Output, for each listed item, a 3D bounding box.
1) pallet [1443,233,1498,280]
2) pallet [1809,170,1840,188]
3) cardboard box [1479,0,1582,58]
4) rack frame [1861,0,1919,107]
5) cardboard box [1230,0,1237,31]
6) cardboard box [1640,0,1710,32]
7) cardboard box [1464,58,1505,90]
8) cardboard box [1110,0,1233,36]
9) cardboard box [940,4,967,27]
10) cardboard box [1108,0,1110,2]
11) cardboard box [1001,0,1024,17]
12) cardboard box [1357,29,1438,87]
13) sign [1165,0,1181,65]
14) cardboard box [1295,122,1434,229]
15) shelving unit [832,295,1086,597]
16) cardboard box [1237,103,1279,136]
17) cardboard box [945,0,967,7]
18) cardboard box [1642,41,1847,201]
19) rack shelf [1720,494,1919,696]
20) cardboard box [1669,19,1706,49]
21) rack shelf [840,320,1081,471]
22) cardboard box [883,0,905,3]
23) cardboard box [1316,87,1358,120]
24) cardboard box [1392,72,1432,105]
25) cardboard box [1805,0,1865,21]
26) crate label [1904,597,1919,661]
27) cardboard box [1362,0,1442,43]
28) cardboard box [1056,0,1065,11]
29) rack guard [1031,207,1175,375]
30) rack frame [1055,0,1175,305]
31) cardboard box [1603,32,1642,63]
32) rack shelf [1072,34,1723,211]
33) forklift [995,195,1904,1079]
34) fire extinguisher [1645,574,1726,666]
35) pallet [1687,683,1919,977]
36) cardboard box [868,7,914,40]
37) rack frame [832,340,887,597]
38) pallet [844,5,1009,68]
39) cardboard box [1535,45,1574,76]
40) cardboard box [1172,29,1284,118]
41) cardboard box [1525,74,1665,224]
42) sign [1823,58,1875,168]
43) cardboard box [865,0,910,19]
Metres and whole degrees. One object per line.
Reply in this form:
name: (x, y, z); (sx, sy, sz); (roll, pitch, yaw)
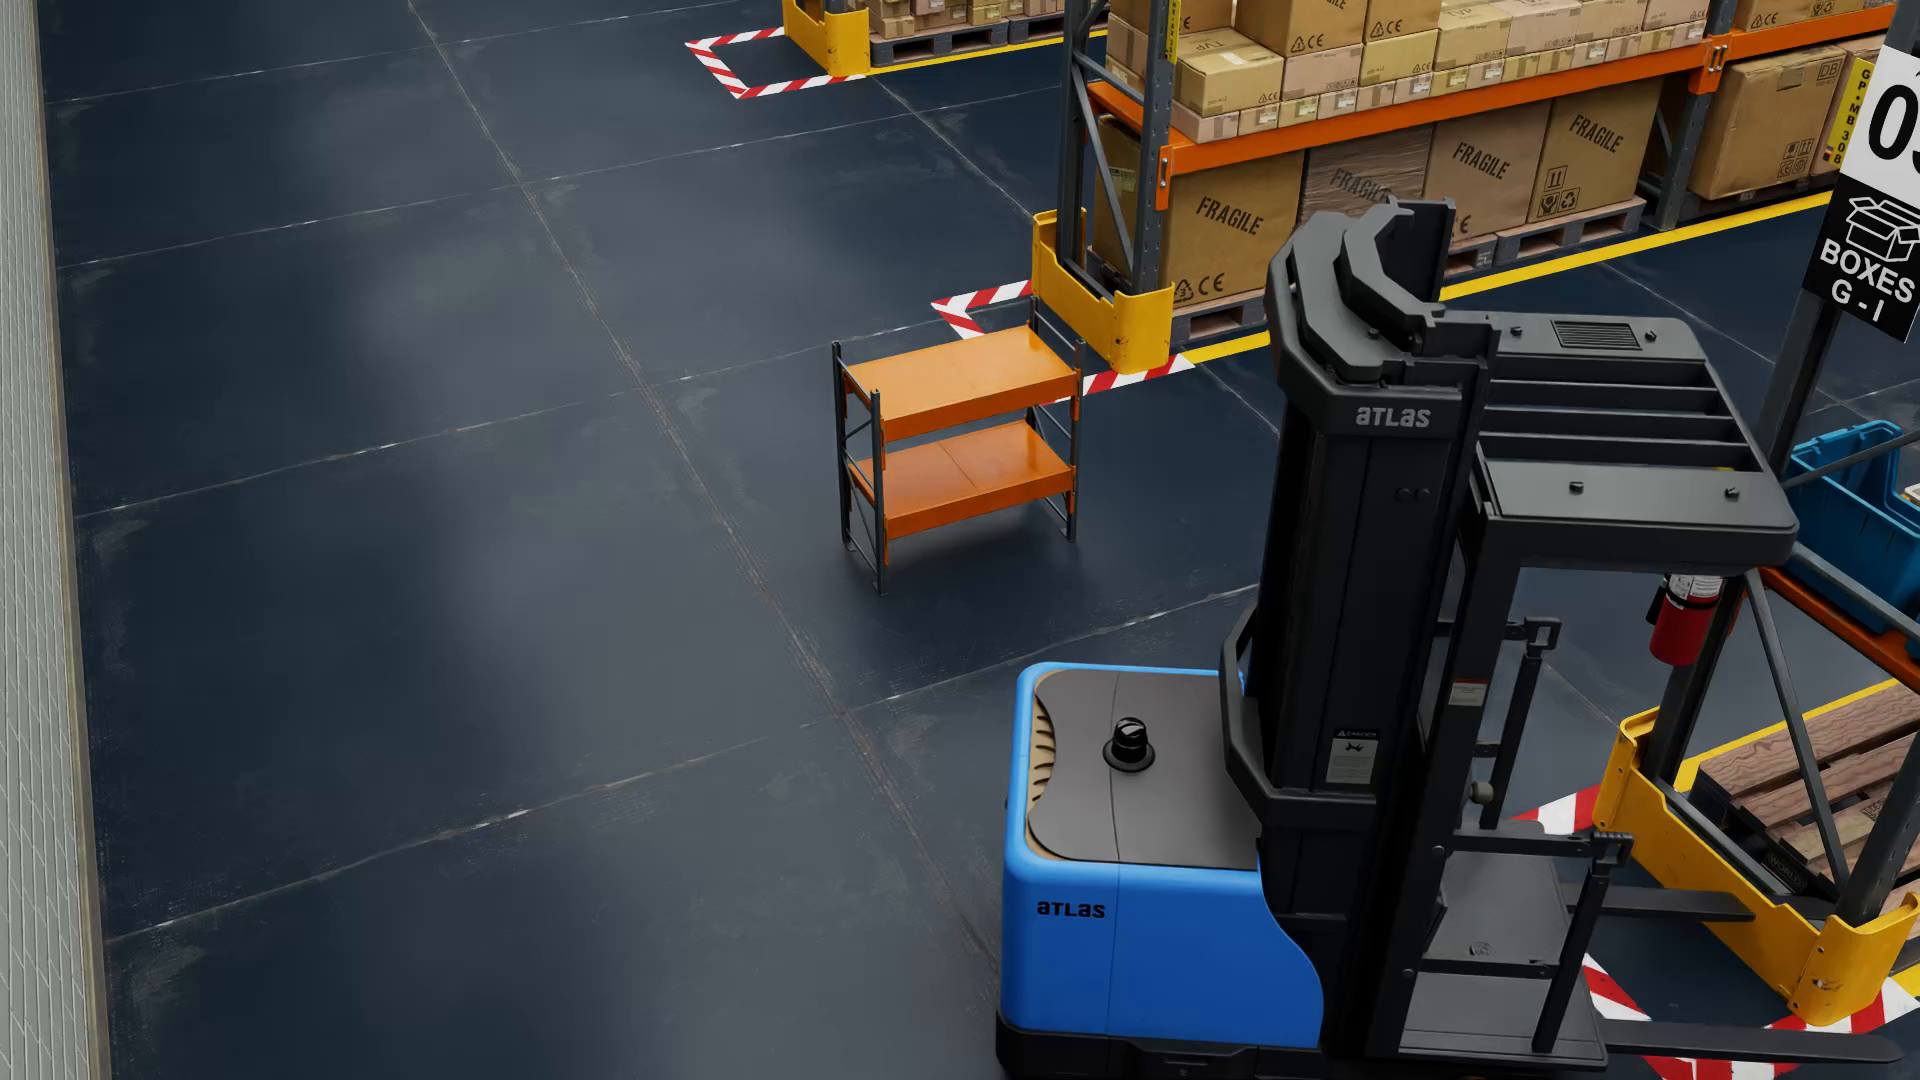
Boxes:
pallet: (2.641, -1.933, 10.679); (1.213, 0.211, 1.003); (-16, 39, -20)
pallet: (6.241, -2.942, 12.039); (1.213, 0.211, 1.003); (-16, 39, -20)
cardboard box: (3.251, -3.059, 9.733); (0.500, 0.250, 0.500); (-15, 39, -19)
rack frame: (2.952, -2.241, 3.717); (0.127, 3.000, 1.000); (-16, 39, -20)
cardboard box: (1.633, -2.955, 9.593); (0.500, 0.250, 0.500); (-16, 40, -21)
cardboard box: (4.180, -3.321, 10.085); (0.500, 0.250, 0.500); (-16, 40, -21)
cardboard box: (2.938, -2.771, 9.678); (0.250, 0.149, 0.380); (-15, 39, -19)
cardboard box: (1.177, -3.128, 9.196); (0.500, 0.500, 0.500); (-15, 39, -19)
cardboard box: (-0.134, -4.363, 13.655); (0.250, 0.149, 0.380); (-15, 39, -19)
cardboard box: (1.305, -4.694, 14.101); (0.250, 0.149, 0.380); (-16, 39, -20)
cardboard box: (0.334, -4.485, 13.819); (0.250, 0.149, 0.380); (-16, 39, -20)
cardboard box: (2.321, -2.798, 9.380); (0.500, 0.250, 0.500); (-17, 40, -21)
sign: (1.078, -2.581, 8.419); (0.005, 0.325, 0.100); (-16, 39, -20)
cardboard box: (2.217, -2.253, 10.201); (0.875, 0.875, 0.875); (-16, 39, -20)
shelving unit: (-0.006, -0.450, 7.913); (1.048, 1.125, 0.538); (-16, 39, -20)
cardboard box: (1.541, -2.379, 9.150); (0.250, 0.149, 0.380); (-16, 40, -21)
cardboard box: (-0.129, -4.488, 13.574); (0.250, 0.149, 0.380); (-15, 39, -19)
cardboard box: (5.039, -3.003, 11.212); (0.875, 0.875, 1.225); (-15, 39, -20)
rack shelf: (4.762, -0.048, 6.401); (4.000, 0.370, 1.077); (-16, 39, -20)
cardboard box: (4.332, -3.160, 10.203); (0.250, 0.149, 0.380); (-15, 39, -20)
rack shelf: (-0.006, -0.685, 7.738); (1.000, 0.278, 0.538); (-16, 39, -20)
cardboard box: (-0.550, -4.415, 13.225); (0.250, 0.149, 0.380); (-17, 40, -22)
cardboard box: (2.008, -2.511, 9.328); (0.250, 0.149, 0.380); (-16, 40, -21)
cardboard box: (2.472, -2.640, 9.502); (0.250, 0.149, 0.380); (-16, 39, -20)
cardboard box: (5.446, -3.664, 10.588); (0.500, 0.500, 0.500); (-16, 39, -20)
crate label: (3.315, 0.327, 5.381); (0.303, 0.233, 0.416); (-16, 39, -20)
cardboard box: (2.316, -3.099, 9.158); (0.500, 0.500, 0.500); (-17, 40, -21)
cardboard box: (0.837, -4.585, 13.954); (0.250, 0.149, 0.380); (-16, 39, -20)
rack guard: (0.826, -1.492, 9.842); (0.348, 0.500, 1.175); (-16, 39, -20)
rack frame: (0.848, -2.502, 9.106); (0.127, 3.000, 1.000); (-16, 39, -20)
cardboard box: (3.866, -3.030, 10.028); (0.250, 0.149, 0.380); (-16, 40, -21)
rack shelf: (2.658, -2.720, 10.002); (4.000, 0.370, 1.077); (-16, 39, -20)
forklift: (1.666, 0.463, 5.165); (3.031, 2.935, 1.130); (3, 37, 4)
fire extinguisher: (2.622, 0.143, 5.918); (0.183, 0.674, 0.296); (-16, 39, -20)
pallet: (3.715, 1.101, 6.588); (1.213, 0.211, 1.003); (-16, 39, -20)
cardboard box: (-0.558, -4.186, 13.417); (0.250, 0.149, 0.380); (-15, 39, -19)
rack frame: (-0.466, -0.321, 7.739); (0.032, 1.125, 0.500); (-16, 39, -20)
pallet: (-0.349, -4.288, 13.855); (1.213, 0.211, 1.003); (-16, 39, -20)
cardboard box: (3.400, -2.899, 9.852); (0.250, 0.149, 0.380); (-15, 39, -19)
cardboard box: (1.397, -2.537, 9.029); (0.500, 0.250, 0.500); (-17, 40, -21)
cardboard box: (3.837, -2.706, 10.811); (0.875, 0.875, 0.875); (-16, 39, -20)
sign: (2.704, -1.286, 5.036); (0.005, 0.325, 0.100); (-16, 39, -20)
cardboard box: (-0.585, -4.340, 13.374); (0.250, 0.149, 0.380); (-14, 39, -18)
